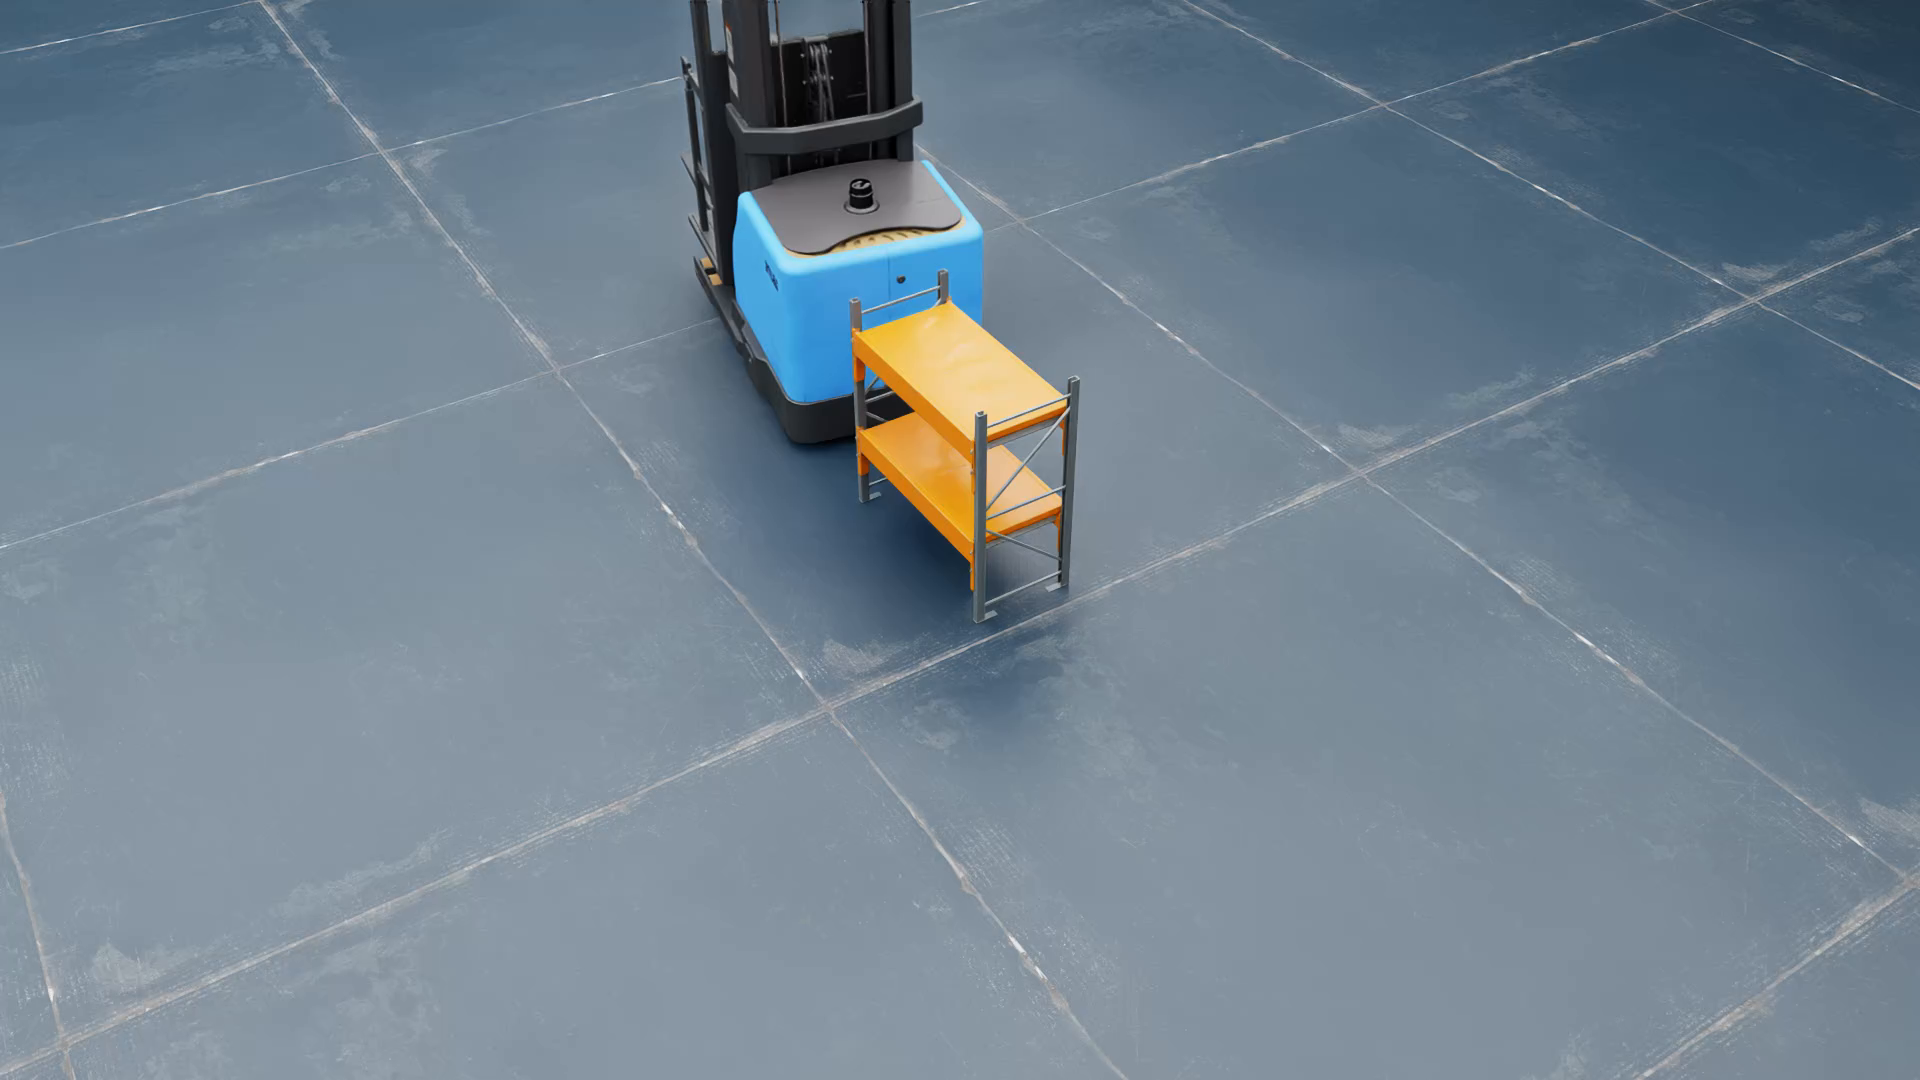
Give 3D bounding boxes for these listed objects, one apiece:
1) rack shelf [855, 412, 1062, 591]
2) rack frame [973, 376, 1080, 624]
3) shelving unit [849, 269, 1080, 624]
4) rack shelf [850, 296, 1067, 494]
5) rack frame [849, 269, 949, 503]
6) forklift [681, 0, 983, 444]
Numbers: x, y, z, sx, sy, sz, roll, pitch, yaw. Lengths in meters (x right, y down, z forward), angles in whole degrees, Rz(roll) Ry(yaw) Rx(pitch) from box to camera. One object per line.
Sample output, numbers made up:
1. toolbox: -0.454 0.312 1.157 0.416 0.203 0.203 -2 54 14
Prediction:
1. rack shelf: 0.004 -0.241 7.603 0.538 0.278 1.000 -22 45 -24
2. rack frame: 0.277 -0.154 7.117 0.500 1.125 0.032 -22 45 -24
3. shelving unit: 0.004 -0.428 7.446 0.538 1.125 1.048 -22 45 -24
4. rack shelf: 0.004 -0.653 7.259 0.538 0.278 1.000 -22 45 -24
5. rack frame: -0.270 -0.703 7.775 0.500 1.125 0.032 -22 45 -24
6. forklift: -0.878 -2.554 8.586 1.130 2.935 3.031 -14 42 -16
